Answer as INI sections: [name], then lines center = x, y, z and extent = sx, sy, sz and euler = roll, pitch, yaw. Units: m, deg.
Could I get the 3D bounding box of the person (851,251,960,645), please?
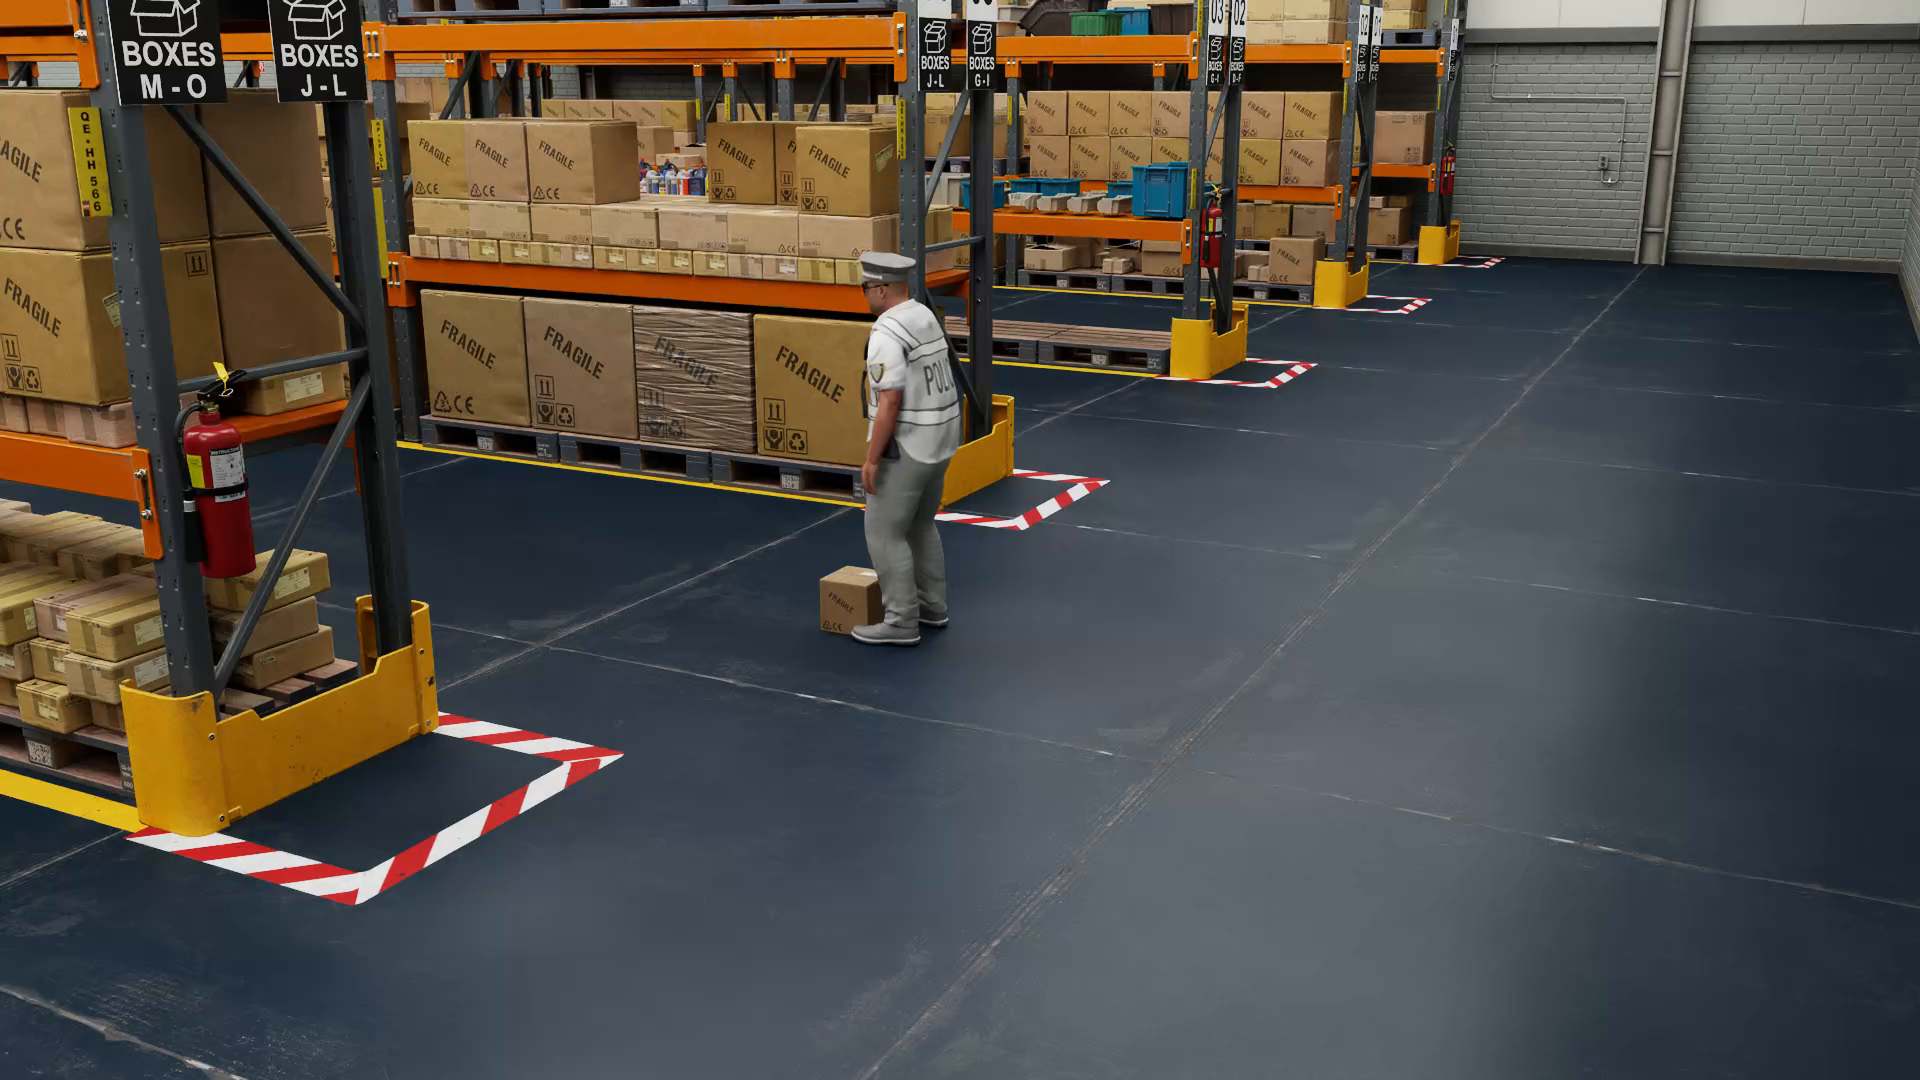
[person]
center = -0.240, -0.405, 7.450
extent = 0.439, 1.751, 0.606
euler = 7, 17, 23
